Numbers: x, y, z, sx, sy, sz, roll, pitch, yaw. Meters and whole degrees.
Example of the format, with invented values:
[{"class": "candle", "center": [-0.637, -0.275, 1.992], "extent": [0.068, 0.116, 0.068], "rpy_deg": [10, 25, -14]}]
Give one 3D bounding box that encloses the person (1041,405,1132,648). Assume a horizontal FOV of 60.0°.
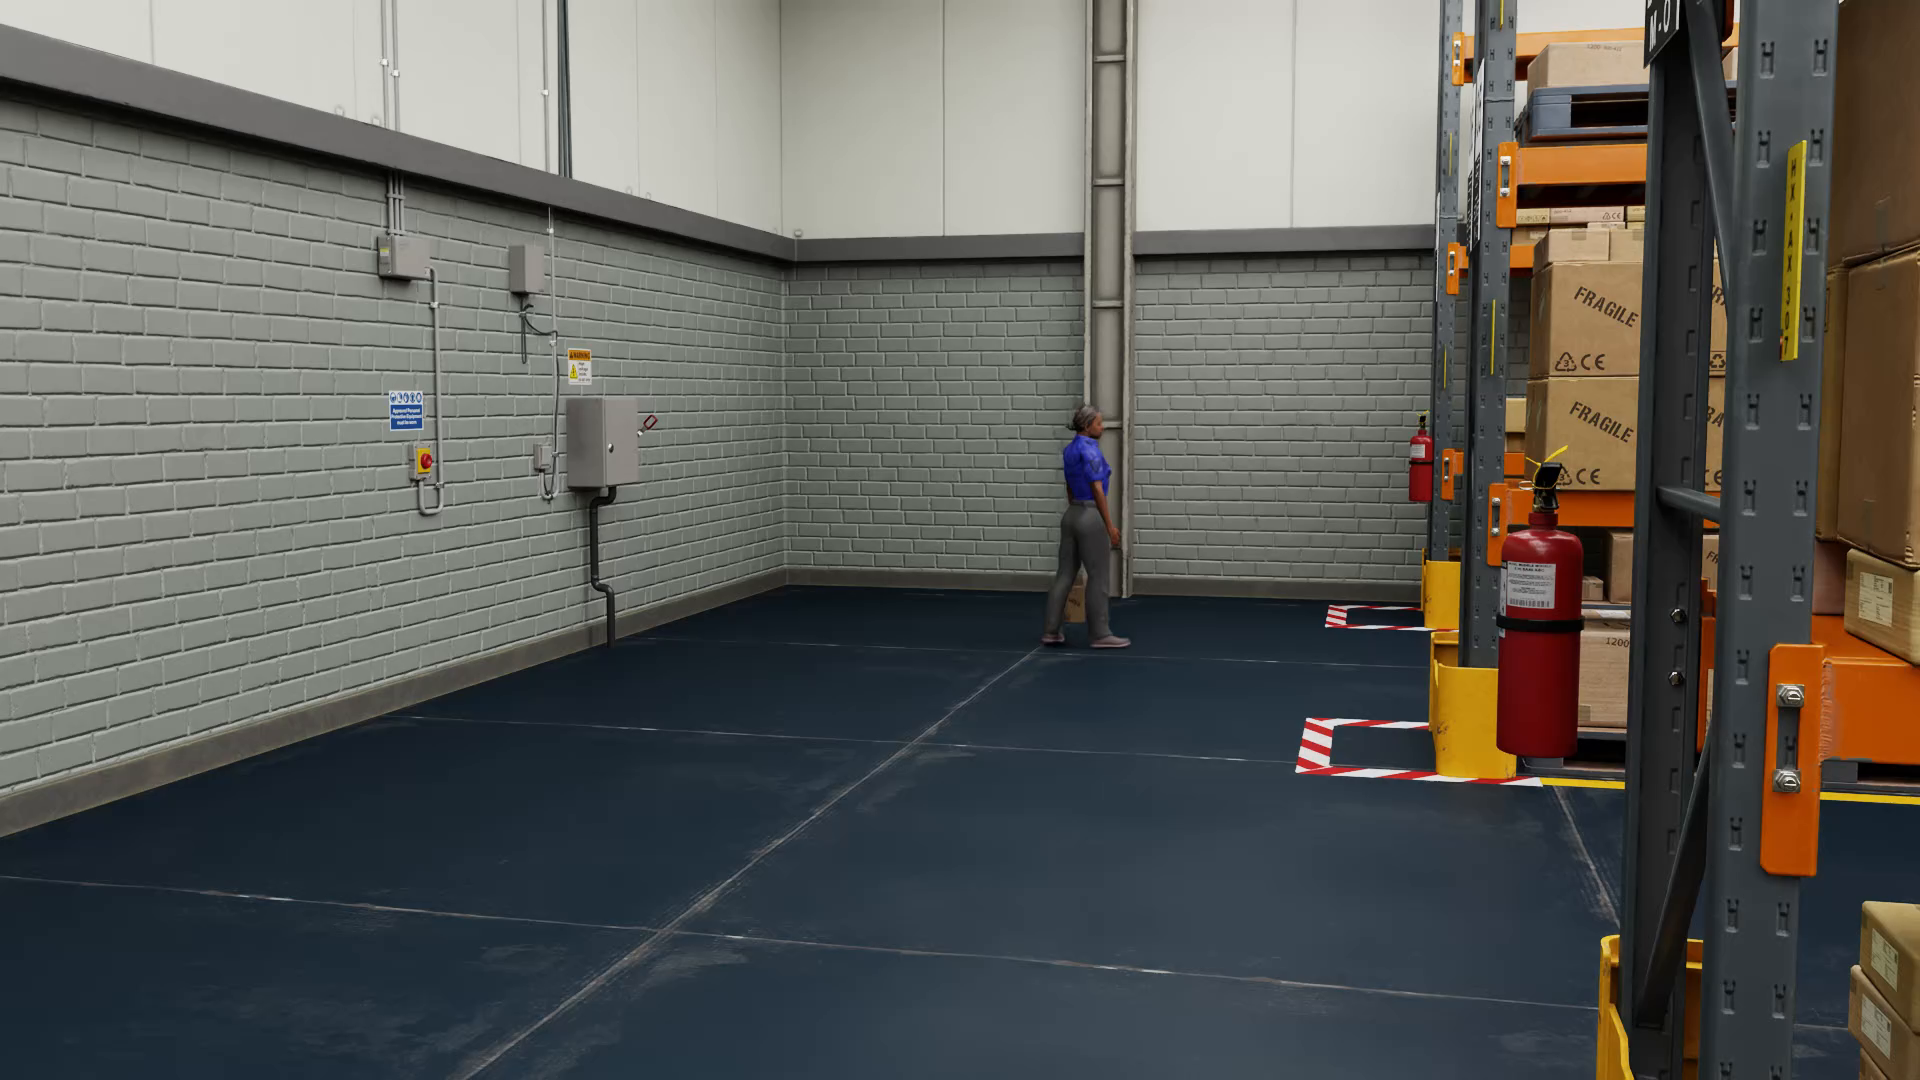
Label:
[{"class": "person", "center": [0.864, -0.095, 11.328], "extent": [0.552, 1.651, 0.609], "rpy_deg": [-2, 5, -24]}]
